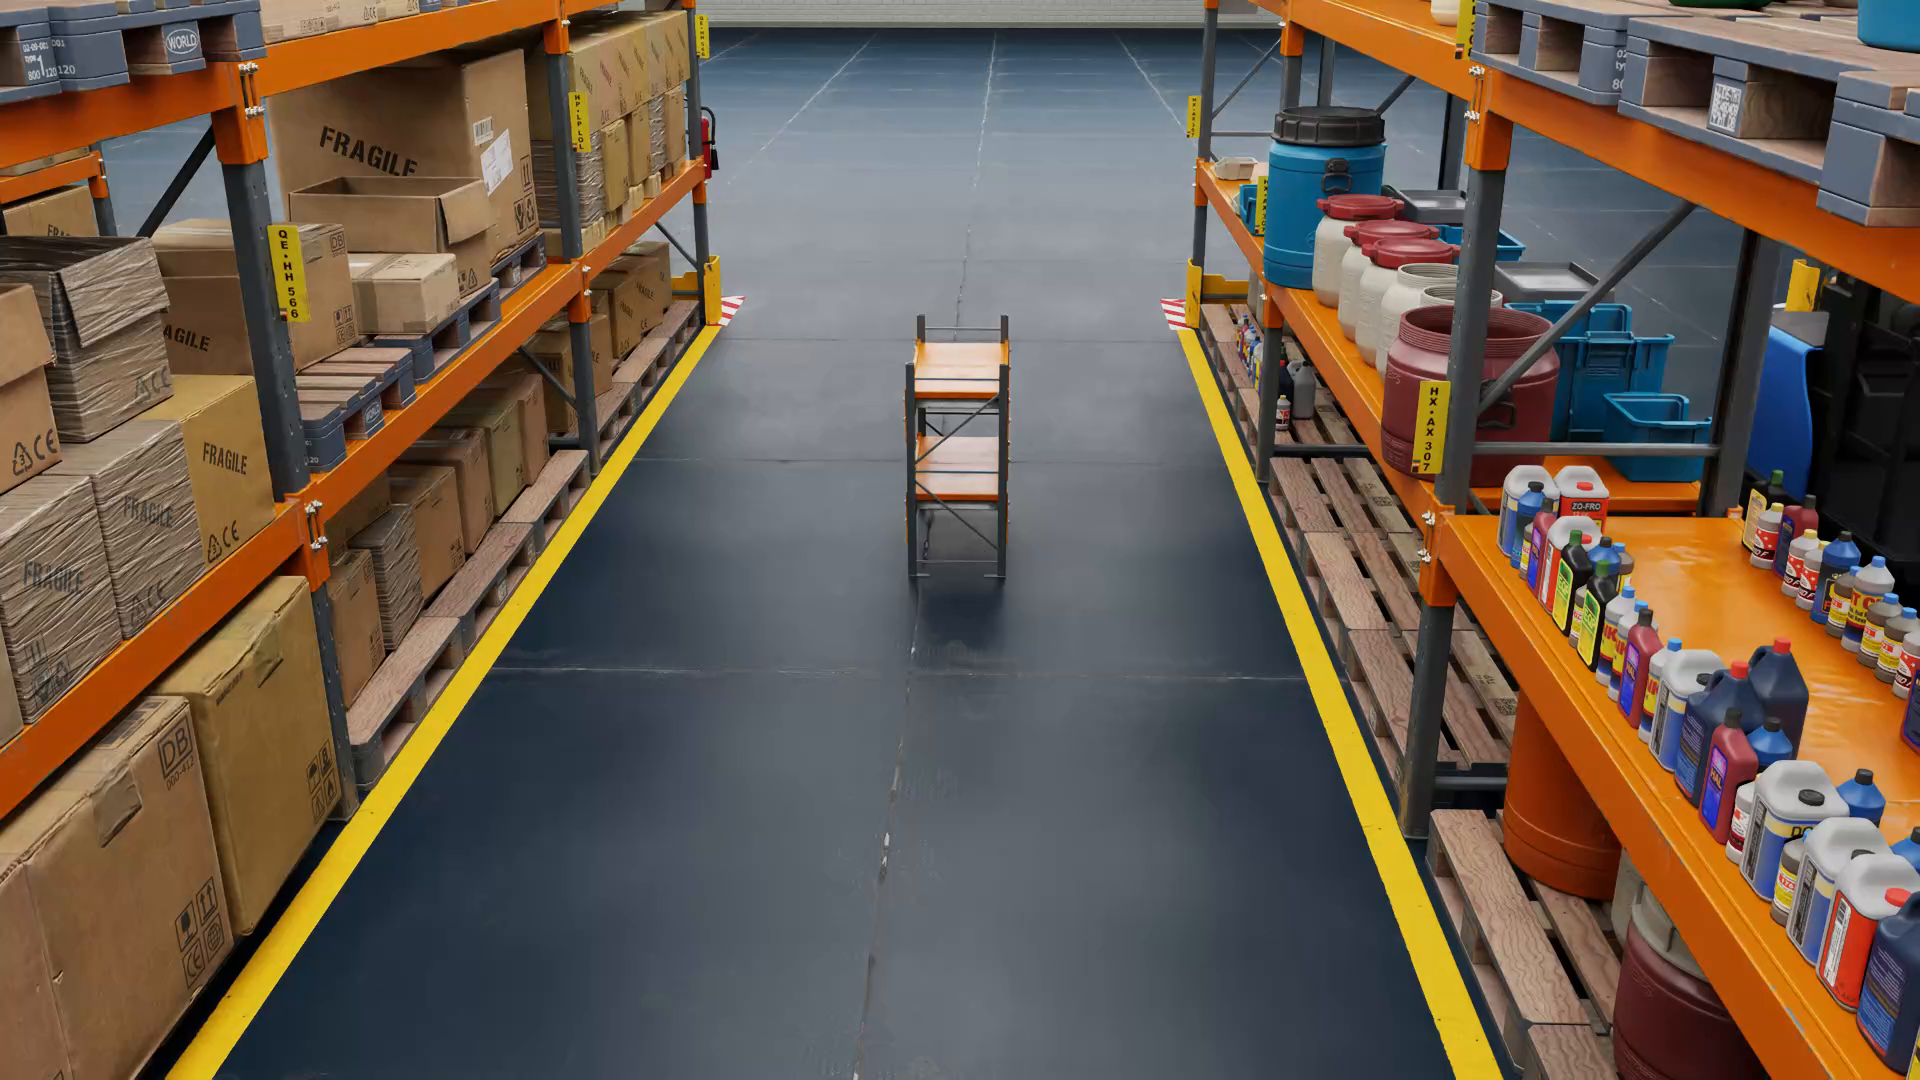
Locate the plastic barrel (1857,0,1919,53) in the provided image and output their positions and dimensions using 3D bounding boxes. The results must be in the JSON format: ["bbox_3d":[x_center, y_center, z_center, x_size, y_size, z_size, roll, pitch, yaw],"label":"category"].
[{"bbox_3d":[1.924,-1.301,2.816,0.600,0.901,0.708,1,21,2],"label":"plastic barrel"}]

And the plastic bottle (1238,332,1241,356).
[{"bbox_3d":[2.020,-1.404,11.762,0.097,0.201,0.097,0,21,0],"label":"plastic bottle"}]

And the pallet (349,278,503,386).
[{"bbox_3d":[-2.785,-0.982,7.679,1.003,0.211,1.213,1,21,2],"label":"pallet"}]

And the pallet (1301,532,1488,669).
[{"bbox_3d":[2.249,0.279,8.017,1.003,0.211,1.213,1,21,2],"label":"pallet"}]

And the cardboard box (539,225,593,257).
[{"bbox_3d":[-2.375,-1.759,9.763,0.380,0.149,0.250,1,21,2],"label":"cardboard box"}]

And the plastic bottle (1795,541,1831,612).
[{"bbox_3d":[2.529,0.103,4.892,0.097,0.201,0.097,0,21,0],"label":"plastic bottle"}]

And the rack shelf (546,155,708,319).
[{"bbox_3d":[-2.622,-2.189,11.520,1.077,0.370,4.000,1,21,2],"label":"rack shelf"}]

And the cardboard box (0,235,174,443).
[{"bbox_3d":[-2.843,-0.606,4.918,0.797,0.503,0.637,1,21,3],"label":"cardboard box"}]

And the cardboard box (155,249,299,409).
[{"bbox_3d":[-2.828,-0.794,6.209,0.500,0.500,0.500,-2,21,-5],"label":"cardboard box"}]

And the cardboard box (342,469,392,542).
[{"bbox_3d":[-2.808,-0.179,7.155,0.500,0.250,0.500,3,21,8],"label":"cardboard box"}]

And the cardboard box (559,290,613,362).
[{"bbox_3d":[-2.680,-1.409,11.388,0.500,0.500,0.500,-1,21,-3],"label":"cardboard box"}]

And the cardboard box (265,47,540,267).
[{"bbox_3d":[-2.847,-1.991,8.605,1.000,1.000,1.000,1,21,2],"label":"cardboard box"}]

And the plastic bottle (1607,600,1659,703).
[{"bbox_3d":[1.751,0.288,4.319,0.097,0.271,0.097,0,21,0],"label":"plastic bottle"}]

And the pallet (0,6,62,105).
[{"bbox_3d":[-2.802,-1.028,3.646,1.003,0.211,1.213,2,21,4],"label":"pallet"}]

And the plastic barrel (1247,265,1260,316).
[{"bbox_3d":[2.446,-1.991,12.871,0.421,0.512,0.421,0,21,0],"label":"plastic barrel"}]

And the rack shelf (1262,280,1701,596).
[{"bbox_3d":[2.207,-0.689,7.652,1.077,0.370,4.000,1,21,2],"label":"rack shelf"}]

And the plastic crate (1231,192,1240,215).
[{"bbox_3d":[2.064,-2.214,10.953,0.530,0.136,0.437,1,21,2],"label":"plastic crate"}]

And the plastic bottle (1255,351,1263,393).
[{"bbox_3d":[2.015,-1.140,10.873,0.144,0.351,0.185,1,21,1],"label":"plastic bottle"}]

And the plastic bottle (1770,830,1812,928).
[{"bbox_3d":[1.720,0.687,3.387,0.097,0.201,0.097,0,21,0],"label":"plastic bottle"}]

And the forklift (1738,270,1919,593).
[{"bbox_3d":[4.904,-1.111,7.841,1.130,2.935,3.031,0,21,-1],"label":"forklift"}]

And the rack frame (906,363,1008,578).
[{"bbox_3d":[-0.016,-0.338,8.345,0.500,1.125,0.032,1,21,2],"label":"rack frame"}]

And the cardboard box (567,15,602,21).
[{"bbox_3d":[-2.872,-3.523,12.030,0.500,0.500,0.500,1,21,2],"label":"cardboard box"}]

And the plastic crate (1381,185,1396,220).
[{"bbox_3d":[2.411,-1.906,9.881,0.767,0.338,0.504,1,21,2],"label":"plastic crate"}]

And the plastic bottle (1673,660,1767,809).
[{"bbox_3d":[1.759,0.434,3.832,0.144,0.351,0.185,1,21,2],"label":"plastic bottle"}]

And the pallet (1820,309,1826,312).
[{"bbox_3d":[7.359,-1.561,12.759,1.003,0.211,1.213,1,21,2],"label":"pallet"}]

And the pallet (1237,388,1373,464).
[{"bbox_3d":[2.330,-0.690,10.514,1.003,0.211,1.213,1,21,2],"label":"pallet"}]

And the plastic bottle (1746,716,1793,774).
[{"bbox_3d":[1.792,0.523,3.713,0.097,0.271,0.097,0,21,0],"label":"plastic bottle"}]

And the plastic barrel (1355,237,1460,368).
[{"bbox_3d":[1.984,-1.045,7.389,0.433,0.535,0.433,0,21,0],"label":"plastic barrel"}]

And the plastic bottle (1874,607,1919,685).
[{"bbox_3d":[2.514,0.279,4.438,0.097,0.201,0.097,0,21,0],"label":"plastic bottle"}]

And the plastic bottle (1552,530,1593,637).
[{"bbox_3d":[1.747,0.122,4.730,0.061,0.283,0.133,1,21,2],"label":"plastic bottle"}]

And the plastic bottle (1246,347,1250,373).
[{"bbox_3d":[2.007,-1.246,11.354,0.097,0.201,0.097,0,21,0],"label":"plastic bottle"}]

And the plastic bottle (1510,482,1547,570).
[{"bbox_3d":[1.779,-0.046,5.180,0.097,0.271,0.097,0,21,0],"label":"plastic bottle"}]

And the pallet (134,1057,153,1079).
[{"bbox_3d":[-2.943,1.669,4.436,1.003,0.211,1.213,1,21,2],"label":"pallet"}]

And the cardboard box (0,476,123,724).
[{"bbox_3d":[-2.605,0.147,4.365,0.500,0.500,0.500,0,21,0],"label":"cardboard box"}]

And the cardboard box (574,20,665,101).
[{"bbox_3d":[-2.358,-3.336,11.549,0.500,0.500,0.500,1,21,2],"label":"cardboard box"}]

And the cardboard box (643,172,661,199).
[{"bbox_3d":[-2.304,-2.482,11.626,0.380,0.149,0.250,1,21,2],"label":"cardboard box"}]

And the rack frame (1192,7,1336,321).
[{"bbox_3d":[2.390,-3.193,13.113,1.000,3.000,0.127,1,21,2],"label":"rack frame"}]

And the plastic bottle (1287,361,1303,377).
[{"bbox_3d":[2.154,-0.995,10.605,0.152,0.276,0.135,1,21,2],"label":"plastic bottle"}]

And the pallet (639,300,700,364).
[{"bbox_3d":[-2.623,-1.627,12.931,1.003,0.211,1.213,1,21,2],"label":"pallet"}]

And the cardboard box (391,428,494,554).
[{"bbox_3d":[-2.773,-0.245,8.361,0.700,0.500,0.500,-1,21,-3],"label":"cardboard box"}]

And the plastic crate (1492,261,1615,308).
[{"bbox_3d":[2.502,-0.912,7.143,0.402,0.464,0.583,1,21,2],"label":"plastic crate"}]

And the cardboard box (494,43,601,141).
[{"bbox_3d":[-2.415,-2.613,9.685,0.500,0.500,0.500,1,21,2],"label":"cardboard box"}]

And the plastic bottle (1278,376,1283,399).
[{"bbox_3d":[1.953,-0.864,10.255,0.061,0.283,0.133,2,21,4],"label":"plastic bottle"}]

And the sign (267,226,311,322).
[{"bbox_3d":[-2.249,-0.890,5.576,0.100,0.325,0.005,1,21,2],"label":"sign"}]

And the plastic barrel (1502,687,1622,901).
[{"bbox_3d":[2.149,0.692,5.518,0.600,0.830,0.708,1,21,2],"label":"plastic barrel"}]

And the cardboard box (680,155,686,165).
[{"bbox_3d":[-2.363,-3.026,13.027,0.380,0.149,0.250,1,21,2],"label":"cardboard box"}]

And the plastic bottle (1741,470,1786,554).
[{"bbox_3d":[2.561,-0.096,5.290,0.061,0.283,0.133,1,21,2],"label":"plastic bottle"}]

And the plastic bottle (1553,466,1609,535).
[{"bbox_3d":[1.962,-0.089,5.282,0.152,0.276,0.135,1,21,2],"label":"plastic bottle"}]

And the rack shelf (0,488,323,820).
[{"bbox_3d":[-2.865,0.703,4.065,1.077,0.370,4.000,1,21,2],"label":"rack shelf"}]

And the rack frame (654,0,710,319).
[{"bbox_3d":[-2.561,-3.248,13.253,1.000,3.000,0.127,1,21,2],"label":"rack frame"}]

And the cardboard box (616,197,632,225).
[{"bbox_3d":[-2.328,-2.120,10.694,0.380,0.149,0.250,1,21,2],"label":"cardboard box"}]

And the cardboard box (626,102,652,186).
[{"bbox_3d":[-2.586,-2.692,11.270,0.875,0.500,0.500,1,21,2],"label":"cardboard box"}]

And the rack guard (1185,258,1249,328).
[{"bbox_3d":[2.435,-2.000,13.493,1.175,0.500,0.348,1,21,2],"label":"rack guard"}]

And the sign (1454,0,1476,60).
[{"bbox_3d":[1.596,-1.654,5.143,0.100,0.325,0.005,1,21,2],"label":"sign"}]

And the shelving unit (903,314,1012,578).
[{"bbox_3d":[0.000,-0.522,8.819,0.538,1.125,1.048,1,21,2],"label":"shelving unit"}]

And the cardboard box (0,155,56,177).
[{"bbox_3d":[-7.476,-3.075,12.601,0.875,0.550,0.550,1,21,2],"label":"cardboard box"}]

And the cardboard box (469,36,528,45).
[{"bbox_3d":[-2.930,-2.800,10.166,0.500,0.500,0.500,1,21,2],"label":"cardboard box"}]
